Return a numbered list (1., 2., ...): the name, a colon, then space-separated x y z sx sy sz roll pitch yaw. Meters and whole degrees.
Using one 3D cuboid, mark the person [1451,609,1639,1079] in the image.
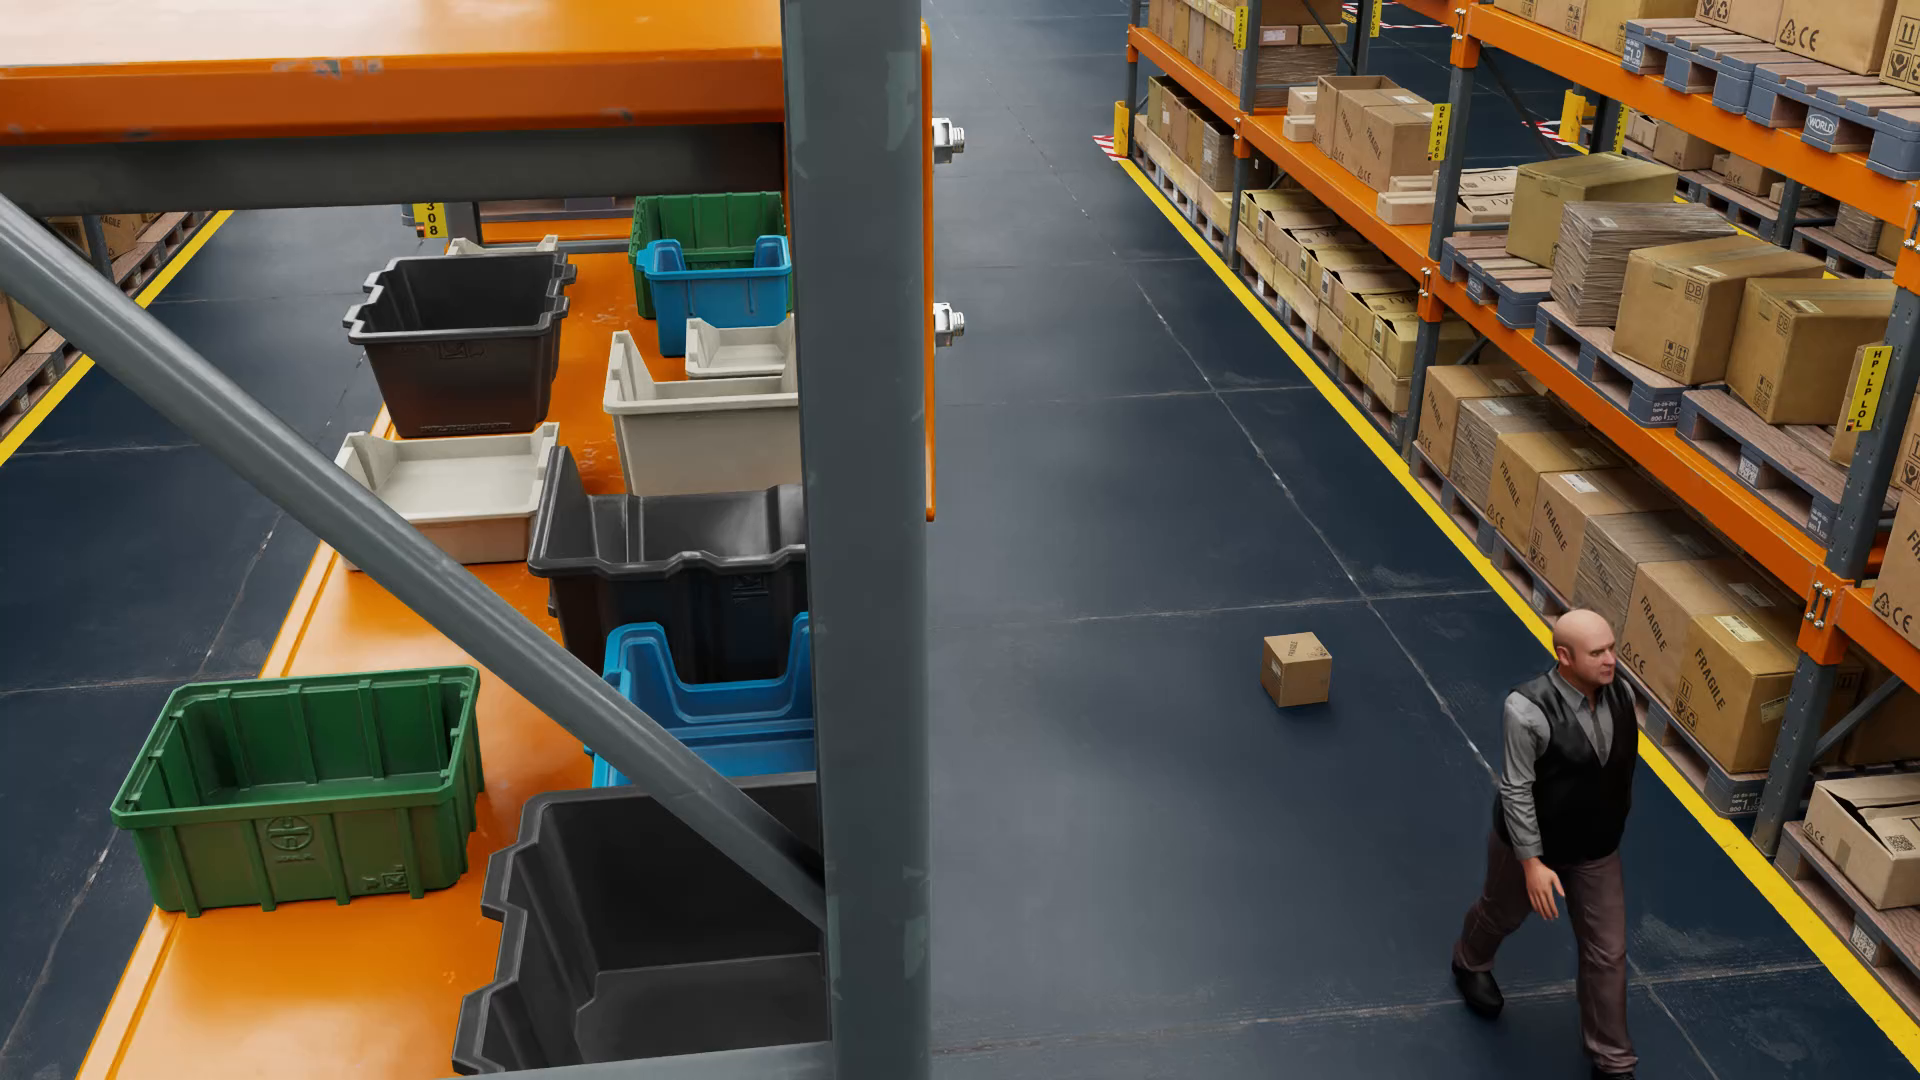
1. person: 2.044 1.053 5.546 0.539 1.673 0.949 -6 28 -12
